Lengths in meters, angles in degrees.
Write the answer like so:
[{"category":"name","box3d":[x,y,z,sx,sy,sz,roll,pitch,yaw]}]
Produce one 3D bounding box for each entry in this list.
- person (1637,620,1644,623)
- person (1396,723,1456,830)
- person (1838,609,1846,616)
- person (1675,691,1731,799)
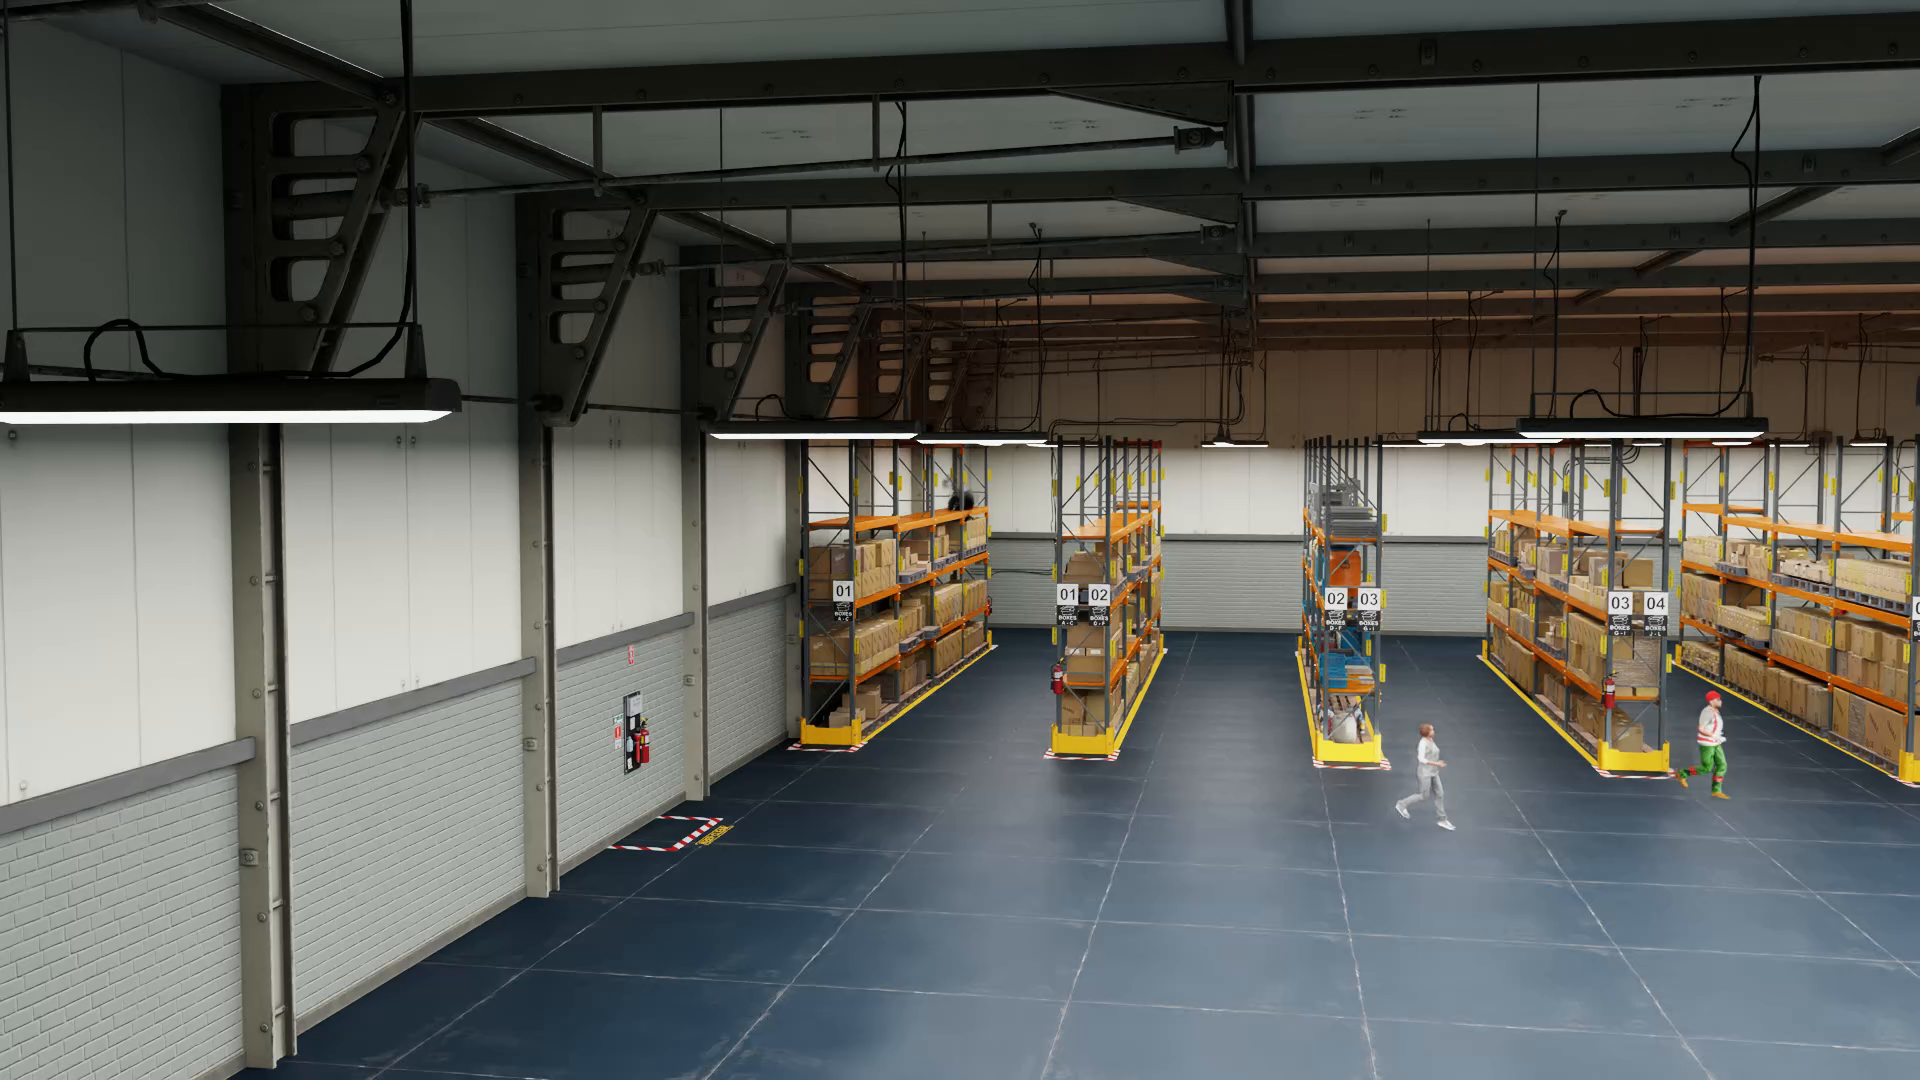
[{"category":"person","box3d":[17.786,2.577,43.605,0.647,1.627,0.682,1,3,24]},{"category":"person","box3d":[7.076,3.563,25.217,0.900,1.586,0.554,2,4,36]},{"category":"person","box3d":[23.828,2.440,45.192,0.758,1.780,0.641,1,3,20]},{"category":"person","box3d":[12.302,3.362,27.465,0.866,1.765,0.645,3,4,43]}]
